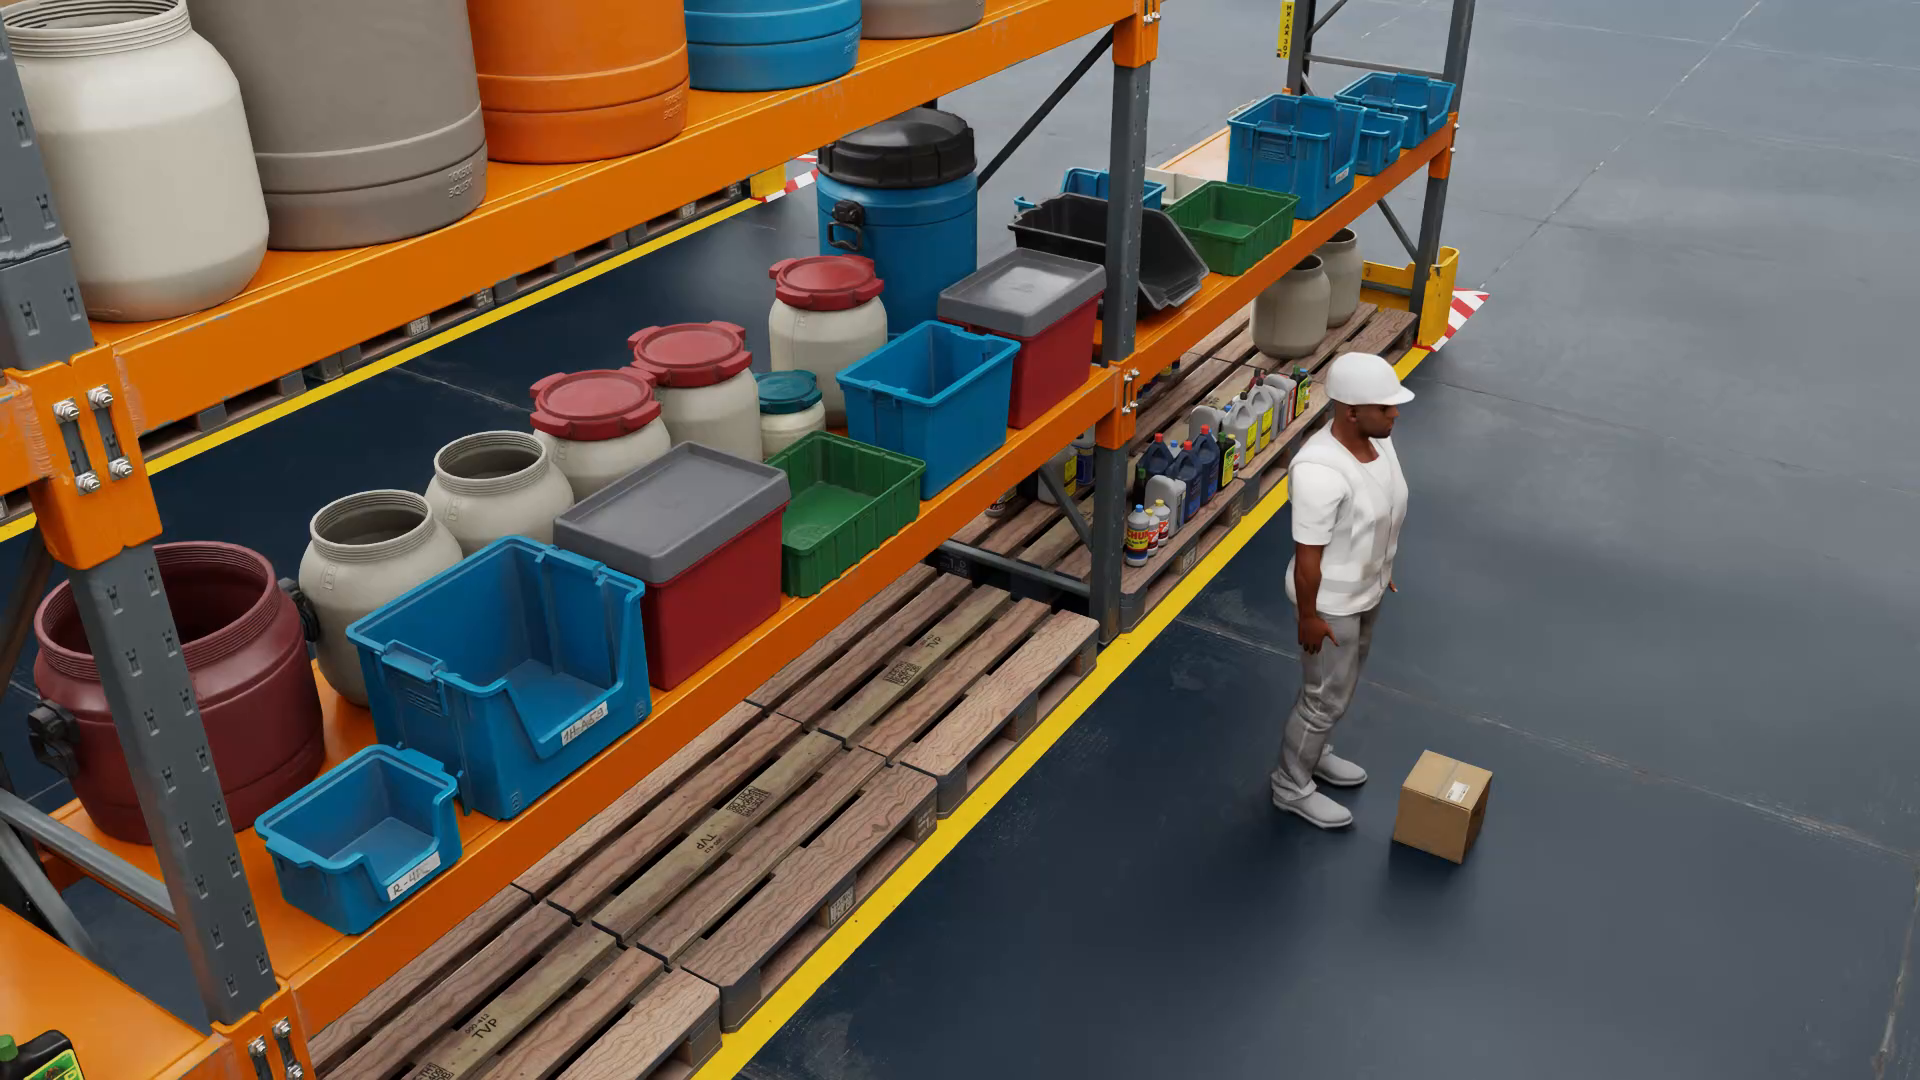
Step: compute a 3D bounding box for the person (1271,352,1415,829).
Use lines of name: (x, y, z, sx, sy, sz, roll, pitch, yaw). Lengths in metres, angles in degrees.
person: (1.344, 0.173, 5.815, 0.392, 1.762, 0.564, 19, 35, 29)
